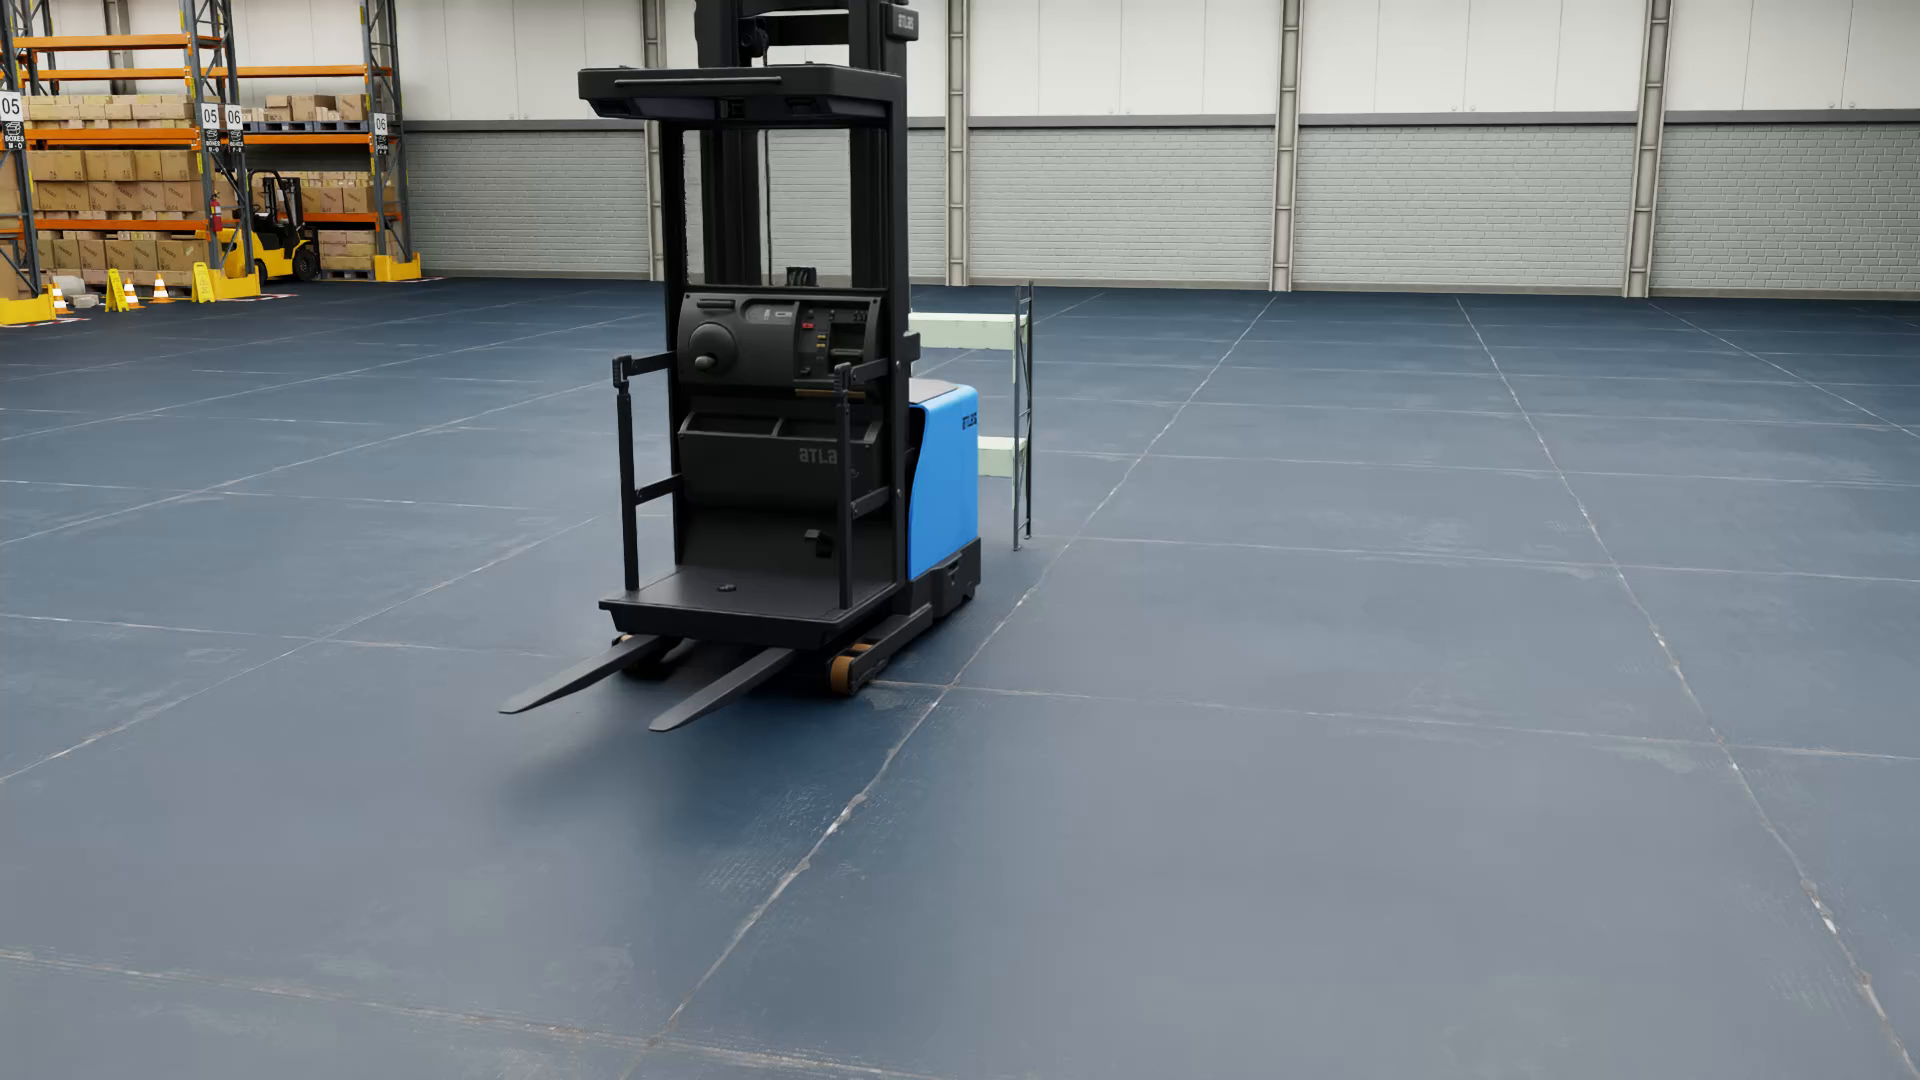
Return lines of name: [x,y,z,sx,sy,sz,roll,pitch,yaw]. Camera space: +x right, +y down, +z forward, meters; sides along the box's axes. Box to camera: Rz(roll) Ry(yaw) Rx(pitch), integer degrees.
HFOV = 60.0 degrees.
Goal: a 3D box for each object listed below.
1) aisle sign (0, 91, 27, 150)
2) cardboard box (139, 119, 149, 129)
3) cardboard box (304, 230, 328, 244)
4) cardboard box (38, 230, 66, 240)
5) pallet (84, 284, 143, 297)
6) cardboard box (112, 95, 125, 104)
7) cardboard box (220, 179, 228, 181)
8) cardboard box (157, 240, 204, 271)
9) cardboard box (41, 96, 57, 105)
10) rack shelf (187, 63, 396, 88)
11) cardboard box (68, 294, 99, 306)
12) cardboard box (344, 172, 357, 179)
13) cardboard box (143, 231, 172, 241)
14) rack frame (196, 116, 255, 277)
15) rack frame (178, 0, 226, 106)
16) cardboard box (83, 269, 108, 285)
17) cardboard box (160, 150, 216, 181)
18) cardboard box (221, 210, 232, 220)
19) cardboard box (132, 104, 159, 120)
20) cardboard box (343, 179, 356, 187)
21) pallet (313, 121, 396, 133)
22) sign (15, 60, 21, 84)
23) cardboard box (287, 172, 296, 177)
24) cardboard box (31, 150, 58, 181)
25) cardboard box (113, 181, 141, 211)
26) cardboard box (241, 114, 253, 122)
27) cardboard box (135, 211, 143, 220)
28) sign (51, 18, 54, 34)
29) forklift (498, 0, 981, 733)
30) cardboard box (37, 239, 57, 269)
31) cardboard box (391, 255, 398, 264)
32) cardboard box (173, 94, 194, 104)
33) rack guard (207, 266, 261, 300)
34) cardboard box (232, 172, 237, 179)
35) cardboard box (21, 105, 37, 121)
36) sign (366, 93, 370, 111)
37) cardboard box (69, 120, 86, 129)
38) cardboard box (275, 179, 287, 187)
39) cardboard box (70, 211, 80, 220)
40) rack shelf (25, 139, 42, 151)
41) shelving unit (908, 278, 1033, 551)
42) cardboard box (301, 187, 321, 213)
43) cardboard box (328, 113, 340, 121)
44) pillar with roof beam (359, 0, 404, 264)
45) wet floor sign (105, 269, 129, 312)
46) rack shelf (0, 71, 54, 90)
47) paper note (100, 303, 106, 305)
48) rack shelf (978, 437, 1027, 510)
aisle sign: [-13.365,-5.911,23.450,0.004,0.787,0.394,3,13,14]
cardboard box: [-13.560,-6.984,27.944,0.250,0.149,0.380,3,13,14]
cardboard box: [-12.743,-6.031,33.064,0.500,0.250,0.500,3,13,14]
cardboard box: [-15.686,-5.275,28.736,0.250,0.149,0.380,3,13,14]
pallet: [-14.452,-4.385,29.010,1.213,0.211,1.003,3,13,14]
cardboard box: [-14.027,-7.404,27.992,0.250,0.149,0.380,3,13,12]
cardboard box: [-14.617,-7.161,33.356,0.250,0.149,0.380,3,13,15]
cardboard box: [-13.258,-4.844,28.291,0.500,0.500,0.500,3,13,14]
cardboard box: [-15.311,-7.440,28.158,0.250,0.149,0.380,3,13,13]
rack shelf: [-13.174,-9.159,32.824,4.000,0.370,1.077,3,13,14]
cardboard box: [-14.173,-3.880,26.880,0.250,0.149,0.380,12,17,43]
cardboard box: [-11.877,-7.164,32.684,0.250,0.149,0.380,3,13,14]
cardboard box: [-13.630,-5.166,28.243,0.250,0.149,0.380,3,13,15]
rack frame: [-12.417,-5.629,28.179,0.127,3.000,1.000,3,13,14]
rack frame: [-15.115,-9.809,33.171,0.127,3.000,1.000,3,13,14]
cardboard box: [-14.756,-4.559,28.738,0.500,0.250,0.500,3,13,13]
cardboard box: [-12.966,-6.292,27.941,0.500,0.500,0.700,3,13,12]
cardboard box: [-12.698,-5.567,28.482,0.250,0.149,0.380,3,13,14]
cardboard box: [-13.464,-7.164,27.834,0.500,0.250,0.500,3,13,13]
cardboard box: [-11.891,-7.004,32.651,0.250,0.149,0.380,3,13,14]
pallet: [-11.912,-8.136,32.760,1.213,0.211,1.003,3,13,14]
sign: [-13.367,-6.629,23.560,0.005,0.325,0.100,3,13,14]
cardboard box: [-13.121,-7.236,33.009,0.250,0.149,0.380,3,13,14]
cardboard box: [-15.435,-6.419,28.515,0.500,0.500,0.700,3,13,14]
cardboard box: [-13.980,-5.847,28.244,0.500,0.500,0.500,3,13,13]
cardboard box: [-14.006,-8.349,32.894,0.250,0.149,0.380,3,13,15]
cardboard box: [-13.820,-5.538,28.350,0.250,0.149,0.380,3,13,14]
sign: [-18.869,-10.667,34.515,0.005,0.325,0.100,3,13,14]
forklift: [-0.851,-0.888,6.969,1.130,2.935,3.031,4,13,18]
cardboard box: [-15.793,-4.978,28.892,0.500,0.500,0.500,4,13,16]
cardboard box: [-11.662,-5.602,33.438,0.500,0.250,0.500,3,13,14]
cardboard box: [-12.817,-7.315,27.595,0.250,0.149,0.380,3,13,14]
rack guard: [-12.491,-4.413,28.468,0.348,0.500,1.175,3,13,14]
cardboard box: [-14.352,-7.306,33.325,0.250,0.149,0.380,3,13,12]
cardboard box: [-15.939,-7.292,28.412,0.500,0.250,0.500,3,13,12]
sign: [-11.375,-8.418,31.962,0.005,0.325,0.100,3,13,14]
cardboard box: [-14.826,-7.025,28.127,0.250,0.149,0.380,3,13,12]
cardboard box: [-13.372,-7.090,33.035,0.250,0.149,0.380,3,13,12]
cardboard box: [-15.051,-5.593,28.598,0.250,0.149,0.380,3,13,13]
rack shelf: [-18.243,-7.053,29.336,4.000,0.370,1.077,3,13,14]
shelving unit: [0.006,-0.732,9.570,0.755,1.500,0.431,3,13,14]
cardboard box: [-12.772,-6.747,32.990,0.500,0.500,0.500,3,13,12]
cardboard box: [-12.109,-8.248,32.437,0.250,0.149,0.380,3,13,12]
pillar with roof beam: [-12.723,-8.922,29.172,0.400,9.000,9.100,3,13,14]
wet floor sign: [-13.003,-3.848,25.589,0.232,0.644,0.267,1,13,4]
rack shelf: [-20.941,-9.574,34.695,4.000,0.370,1.077,3,13,14]
paper note: [-13.812,-3.810,26.835,0.142,0.019,0.148,-1,13,-6]
rack shelf: [0.006,-0.414,9.640,0.720,0.370,0.431,3,13,14]
